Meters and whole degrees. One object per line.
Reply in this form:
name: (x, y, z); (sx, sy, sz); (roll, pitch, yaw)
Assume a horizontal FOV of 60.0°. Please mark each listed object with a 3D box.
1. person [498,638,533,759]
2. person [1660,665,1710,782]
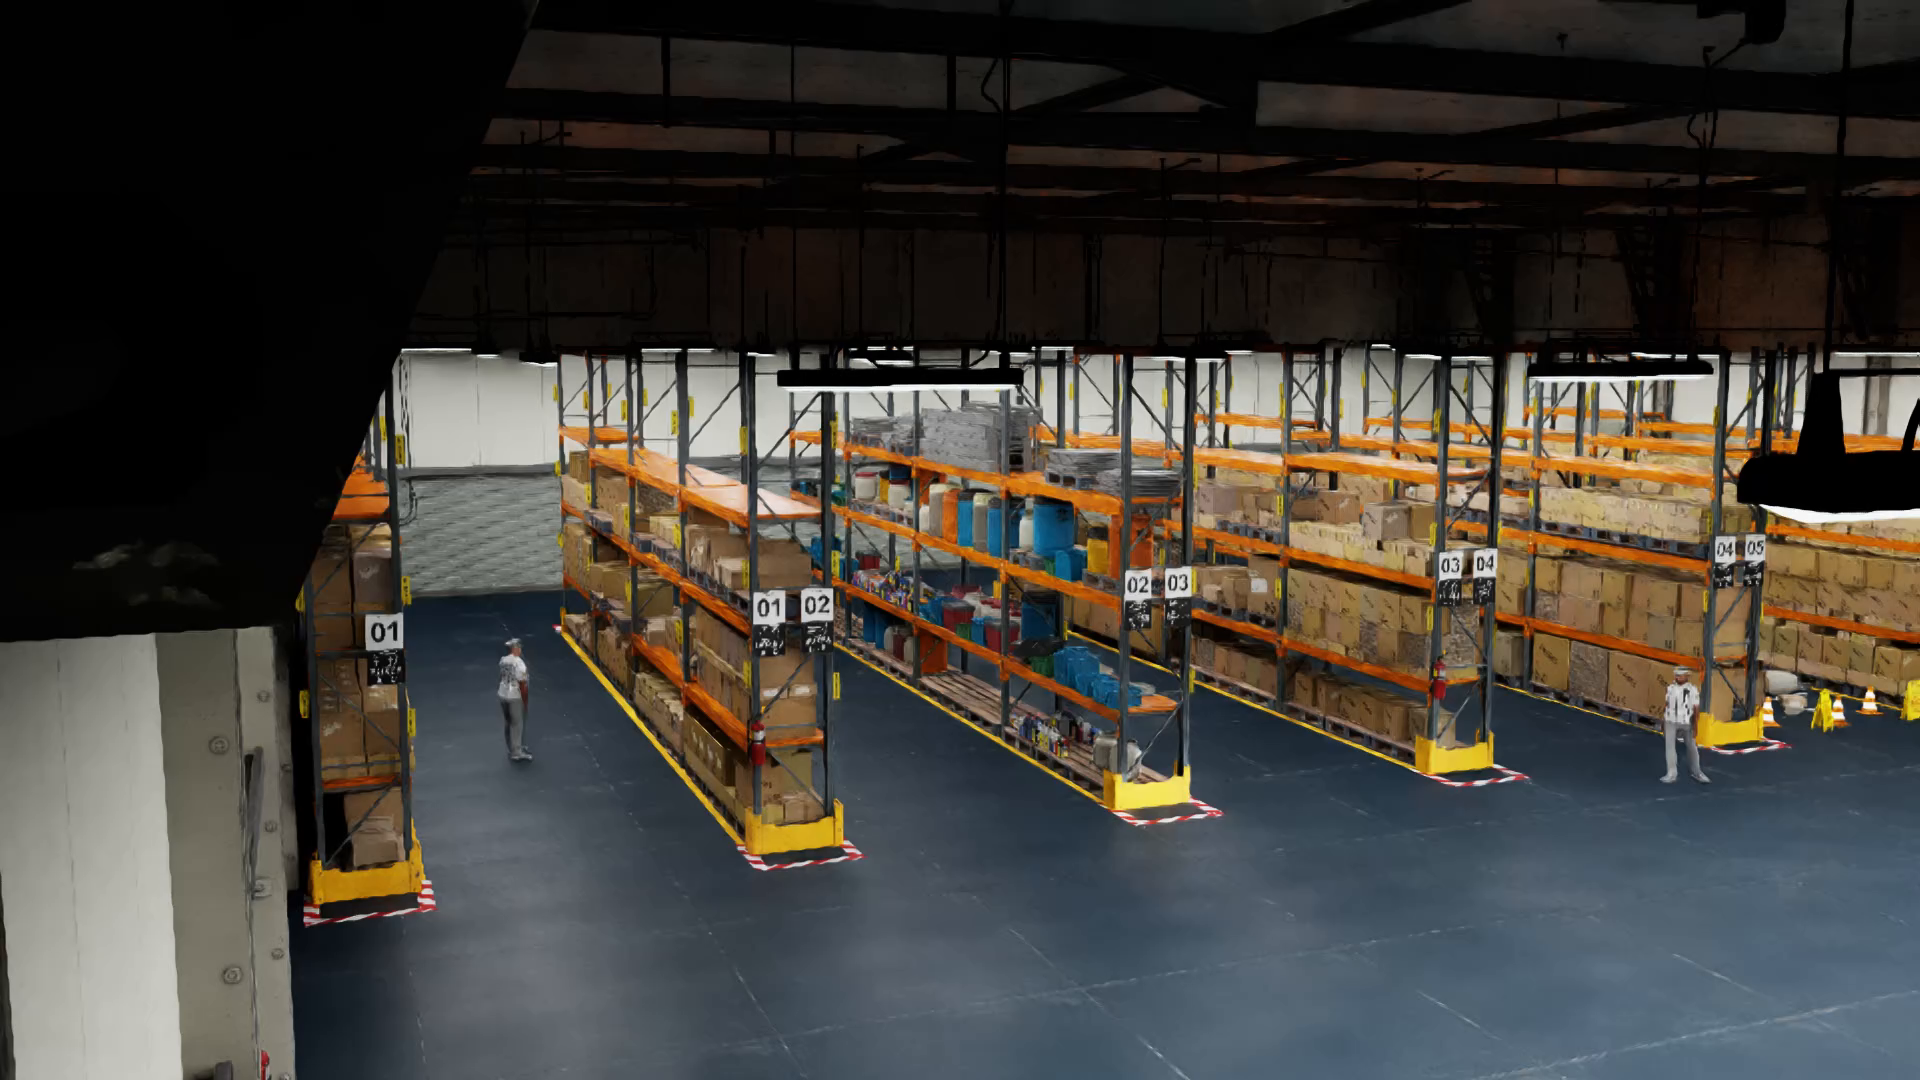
person: (-6.551, 2.327, 24.599); (0.622, 1.768, 0.492); (6, 10, 41)
person: (10.169, 2.564, 23.273); (0.663, 1.664, 0.499); (6, 9, 38)
